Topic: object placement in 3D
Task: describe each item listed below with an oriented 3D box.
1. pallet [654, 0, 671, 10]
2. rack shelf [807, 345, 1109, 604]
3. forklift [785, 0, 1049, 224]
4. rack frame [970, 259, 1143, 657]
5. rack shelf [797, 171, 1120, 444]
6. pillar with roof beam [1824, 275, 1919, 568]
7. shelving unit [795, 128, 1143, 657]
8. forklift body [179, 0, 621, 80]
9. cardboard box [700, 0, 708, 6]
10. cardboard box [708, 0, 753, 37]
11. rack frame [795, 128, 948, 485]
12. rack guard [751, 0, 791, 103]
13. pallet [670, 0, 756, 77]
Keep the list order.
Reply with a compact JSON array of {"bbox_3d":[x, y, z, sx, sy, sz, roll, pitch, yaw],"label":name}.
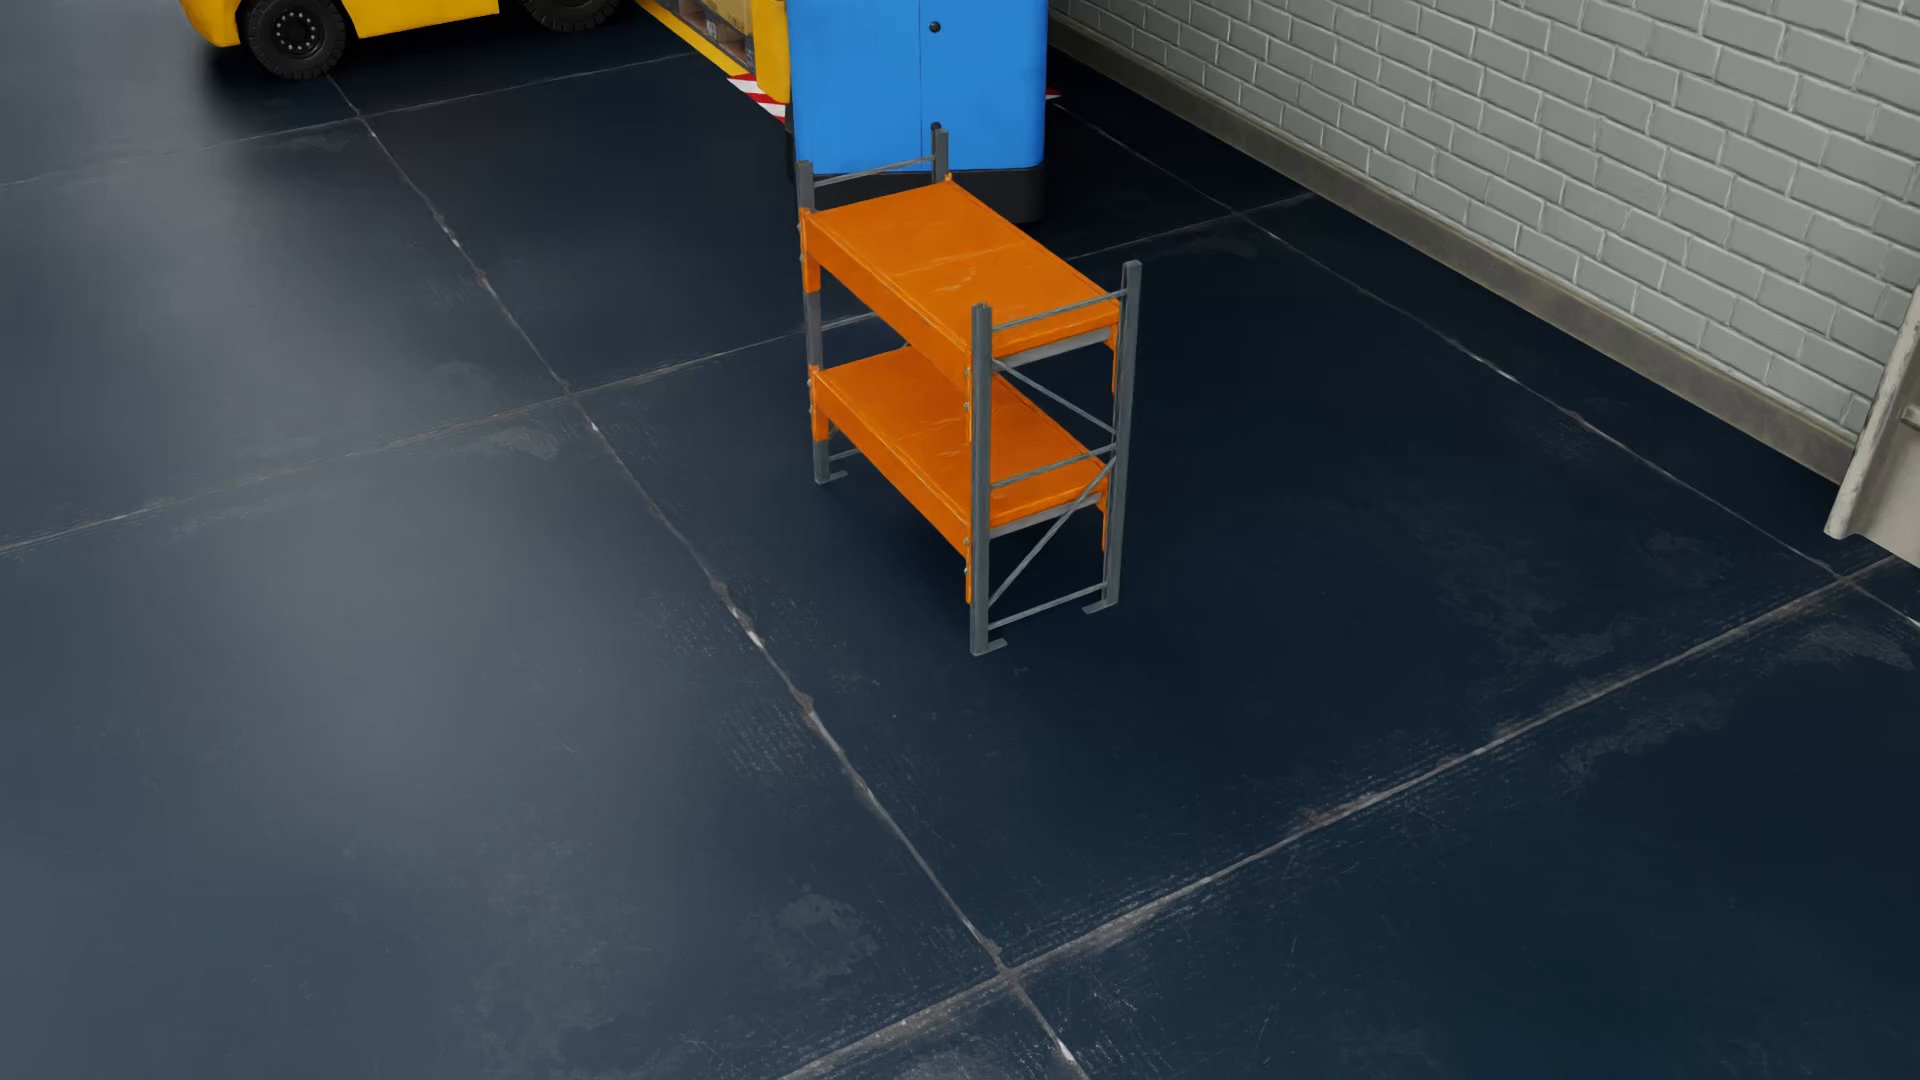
[{"bbox_3d":[-1.499,-3.495,9.856,1.003,0.211,1.213,-19,40,-24],"label":"pallet"},{"bbox_3d":[-0.003,-0.260,5.067,0.538,0.278,1.000,-19,40,-24],"label":"rack shelf"},{"bbox_3d":[-0.264,-3.319,7.310,1.130,2.935,3.031,-2,36,-3],"label":"forklift"},{"bbox_3d":[0.252,-0.198,4.568,0.500,1.125,0.032,-19,40,-24],"label":"rack frame"},{"bbox_3d":[-0.003,-0.694,4.750,0.538,0.278,1.000,-19,40,-24],"label":"rack shelf"},{"bbox_3d":[-0.748,-2.331,0.812,9.100,9.000,0.400,-19,40,-24],"label":"pillar with roof beam"},{"bbox_3d":[-0.003,-0.458,4.923,0.538,1.125,1.048,-19,40,-24],"label":"shelving unit"},{"bbox_3d":[-2.999,-3.706,8.500,2.313,2.155,1.214,-19,40,-24],"label":"forklift body"},{"bbox_3d":[-1.220,-3.084,8.904,0.500,0.250,0.500,-19,40,-24],"label":"cardboard box"},{"bbox_3d":[-0.978,-2.827,8.553,0.500,0.250,0.500,-19,40,-24],"label":"cardboard box"},{"bbox_3d":[-0.259,-0.717,5.278,0.500,1.125,0.032,-19,40,-24],"label":"rack frame"},{"bbox_3d":[-0.457,-2.600,8.386,1.175,0.500,0.348,-19,40,-24],"label":"rack guard"},{"bbox_3d":[-0.890,-2.873,9.005,1.003,0.211,1.213,-19,40,-24],"label":"pallet"}]
